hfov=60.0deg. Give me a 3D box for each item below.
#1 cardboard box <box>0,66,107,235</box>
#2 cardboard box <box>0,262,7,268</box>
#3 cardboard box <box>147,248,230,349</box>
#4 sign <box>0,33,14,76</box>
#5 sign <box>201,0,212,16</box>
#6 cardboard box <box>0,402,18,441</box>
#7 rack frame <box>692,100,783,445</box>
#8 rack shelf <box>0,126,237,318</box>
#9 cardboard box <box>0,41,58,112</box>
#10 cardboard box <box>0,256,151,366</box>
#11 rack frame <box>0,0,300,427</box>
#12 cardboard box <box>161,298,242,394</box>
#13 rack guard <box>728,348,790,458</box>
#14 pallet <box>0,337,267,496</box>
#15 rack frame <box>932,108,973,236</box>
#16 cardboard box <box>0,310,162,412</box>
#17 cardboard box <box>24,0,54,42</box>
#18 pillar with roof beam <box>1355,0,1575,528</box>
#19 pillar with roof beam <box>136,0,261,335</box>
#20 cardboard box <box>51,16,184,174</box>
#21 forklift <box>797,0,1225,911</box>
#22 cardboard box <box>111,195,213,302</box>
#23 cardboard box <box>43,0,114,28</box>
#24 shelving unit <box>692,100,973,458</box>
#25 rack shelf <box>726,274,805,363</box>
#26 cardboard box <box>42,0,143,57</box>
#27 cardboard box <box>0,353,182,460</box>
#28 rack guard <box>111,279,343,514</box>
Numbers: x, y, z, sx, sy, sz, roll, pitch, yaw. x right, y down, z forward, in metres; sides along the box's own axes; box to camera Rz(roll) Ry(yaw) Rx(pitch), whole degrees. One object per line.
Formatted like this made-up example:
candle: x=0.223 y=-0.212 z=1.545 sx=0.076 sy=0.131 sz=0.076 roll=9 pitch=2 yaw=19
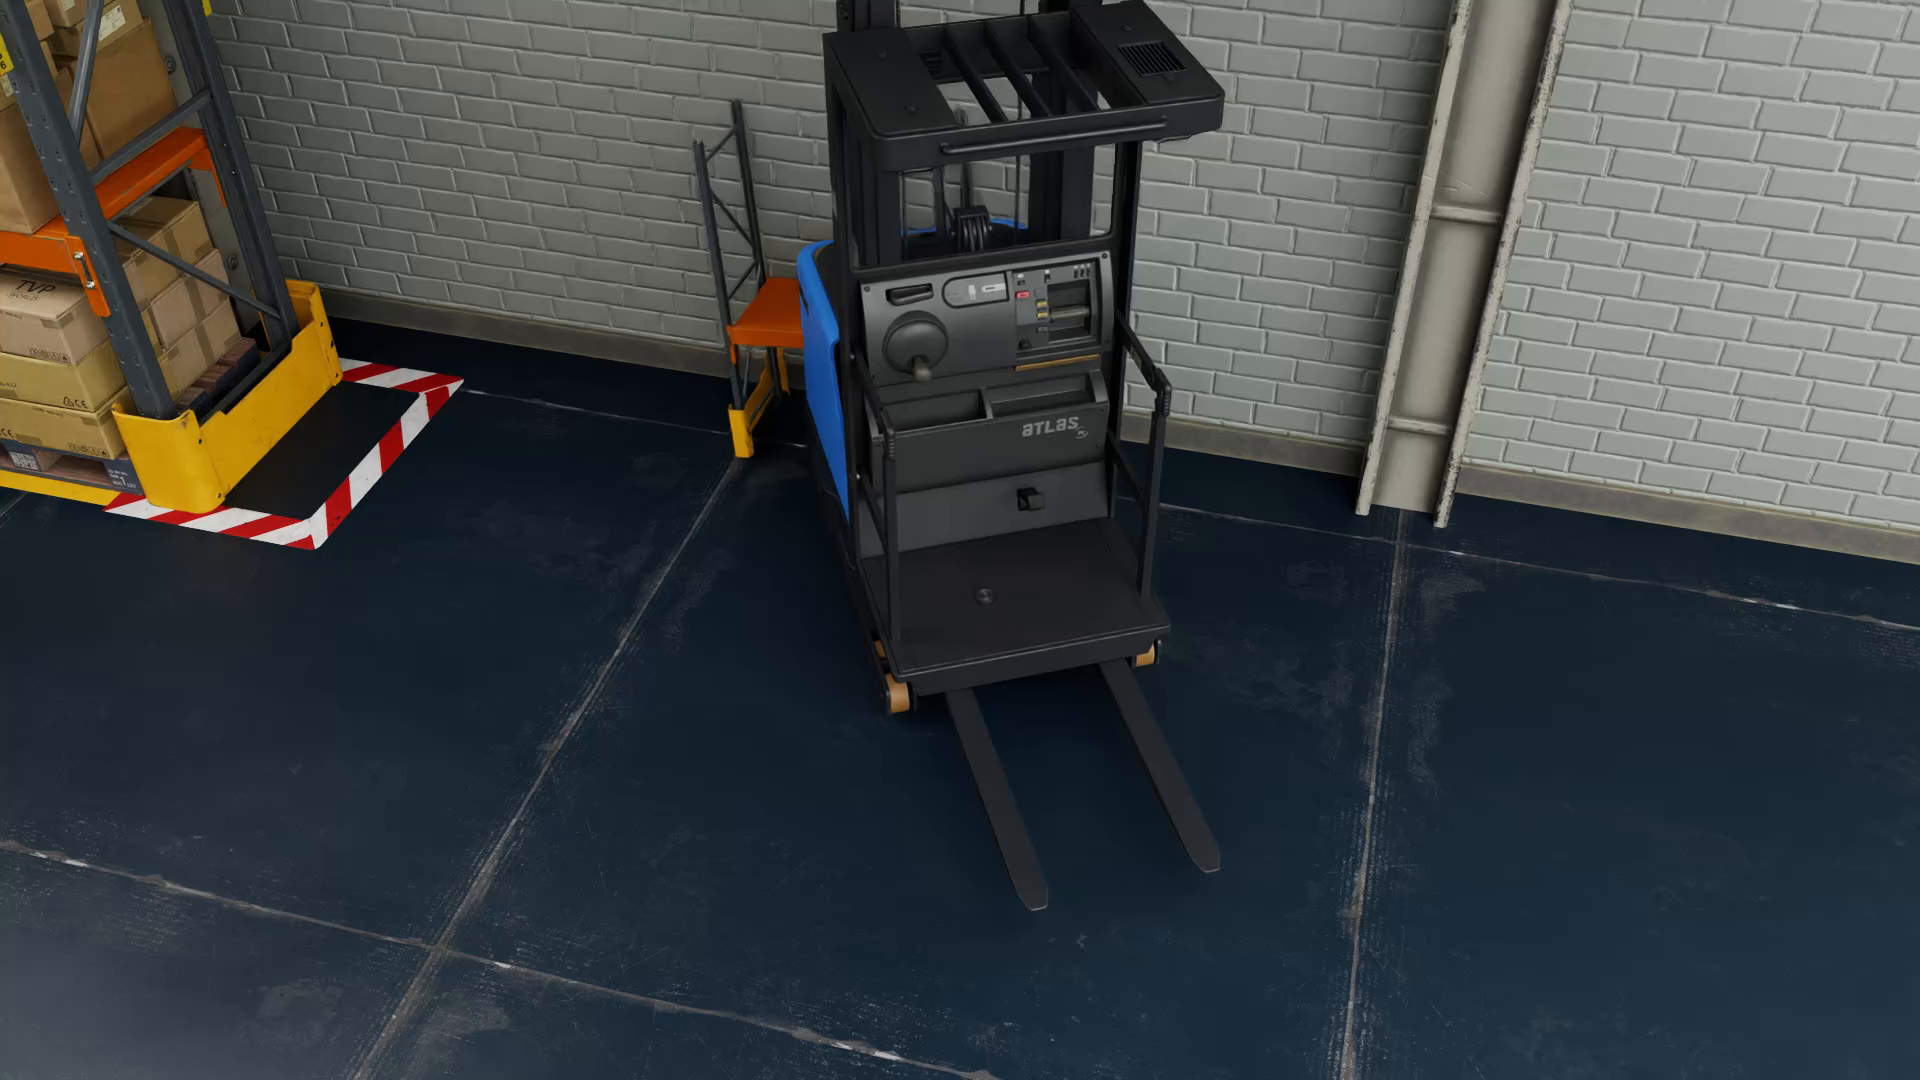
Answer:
cardboard box: x=-3.914 y=-1.608 z=6.755 sx=0.500 sy=0.500 sz=0.500 roll=9 pitch=41 yaw=10
cardboard box: x=-4.391 y=-1.106 z=7.268 sx=0.500 sy=0.250 sz=0.500 roll=10 pitch=41 yaw=12
cardboard box: x=-3.771 y=-1.158 z=7.719 sx=0.500 sy=0.250 sz=0.500 roll=10 pitch=41 yaw=12
sign: x=-3.525 y=-1.850 z=6.036 sx=0.005 sy=0.325 sz=0.100 roll=10 pitch=41 yaw=11
sign: x=-3.222 y=-2.357 z=6.989 sx=0.005 sy=0.325 sz=0.100 roll=10 pitch=41 yaw=11
cardboard box: x=-4.384 y=-0.729 z=7.598 sx=0.500 sy=0.250 sz=0.500 roll=10 pitch=41 yaw=11
rack frame: x=-0.981 y=-1.160 z=7.466 sx=0.032 sy=1.500 sz=0.500 roll=5 pitch=36 yaw=13
rack shelf: x=-5.303 y=-1.708 z=7.511 sx=4.000 sy=0.370 sz=1.077 roll=10 pitch=41 yaw=11
cardboard box: x=-3.778 y=-1.821 z=6.504 sx=0.250 sy=0.149 sz=0.380 roll=10 pitch=41 yaw=12
cardboard box: x=-3.896 y=-1.025 z=7.172 sx=0.500 sy=0.250 sz=0.500 roll=11 pitch=41 yaw=13
rack frame: x=-3.371 y=-1.651 z=6.884 sx=0.127 sy=3.000 sz=1.000 roll=10 pitch=41 yaw=11
cardboard box: x=-3.795 y=-0.962 z=7.875 sx=0.500 sy=0.250 sz=0.500 roll=10 pitch=41 yaw=12
rack guard: x=-0.941 y=-0.651 z=7.826 sx=0.087 sy=0.250 sz=0.587 roll=5 pitch=36 yaw=13
pallet: x=-4.121 y=-0.685 z=7.901 sx=1.213 sy=0.211 sz=1.003 roll=10 pitch=41 yaw=11
rack frame: x=0.004 y=-1.069 z=7.231 sx=0.032 sy=1.500 sz=0.500 roll=5 pitch=36 yaw=13
cardboard box: x=-3.922 y=-0.837 z=7.337 sx=0.500 sy=0.250 sz=0.500 roll=9 pitch=41 yaw=11
cardboard box: x=-3.771 y=-1.980 z=6.462 sx=0.250 sy=0.149 sz=0.380 roll=10 pitch=41 yaw=12
pillar with roof beam: x=0.873 y=-0.952 z=1.387 sx=0.400 sy=9.000 sz=9.100 roll=10 pitch=41 yaw=11
pillar with roof beam: x=-4.923 y=-1.950 z=2.574 sx=0.400 sy=9.000 sz=9.100 roll=10 pitch=41 yaw=11
cardboard box: x=-3.778 y=-1.944 z=7.155 sx=0.500 sy=0.500 sz=0.500 roll=11 pitch=41 yaw=13
forklift: x=0.162 y=-0.731 z=5.841 sx=1.130 sy=2.935 sz=3.031 roll=-10 pitch=41 yaw=-11
cardboard box: x=-3.786 y=-1.339 z=7.546 sx=0.500 sy=0.250 sz=0.500 roll=9 pitch=41 yaw=11
cardboard box: x=-3.640 y=-2.240 z=6.772 sx=0.250 sy=0.149 sz=0.380 roll=9 pitch=41 yaw=11
shelving unit: x=-0.497 y=-1.116 z=7.350 sx=1.083 sy=1.500 sz=0.587 roll=5 pitch=36 yaw=13
rack shelf: x=-0.477 y=-0.968 z=7.452 sx=1.000 sy=0.185 sz=0.538 roll=5 pitch=36 yaw=13
cardboard box: x=-3.632 y=-2.155 z=6.902 sx=0.250 sy=0.149 sz=0.380 roll=9 pitch=41 yaw=10
cardboard box: x=-3.907 y=-0.641 z=7.492 sx=0.500 sy=0.250 sz=0.500 roll=10 pitch=41 yaw=12
rack guard: x=-3.348 y=-0.690 z=7.683 sx=0.348 sy=0.500 sz=1.175 roll=10 pitch=41 yaw=11
